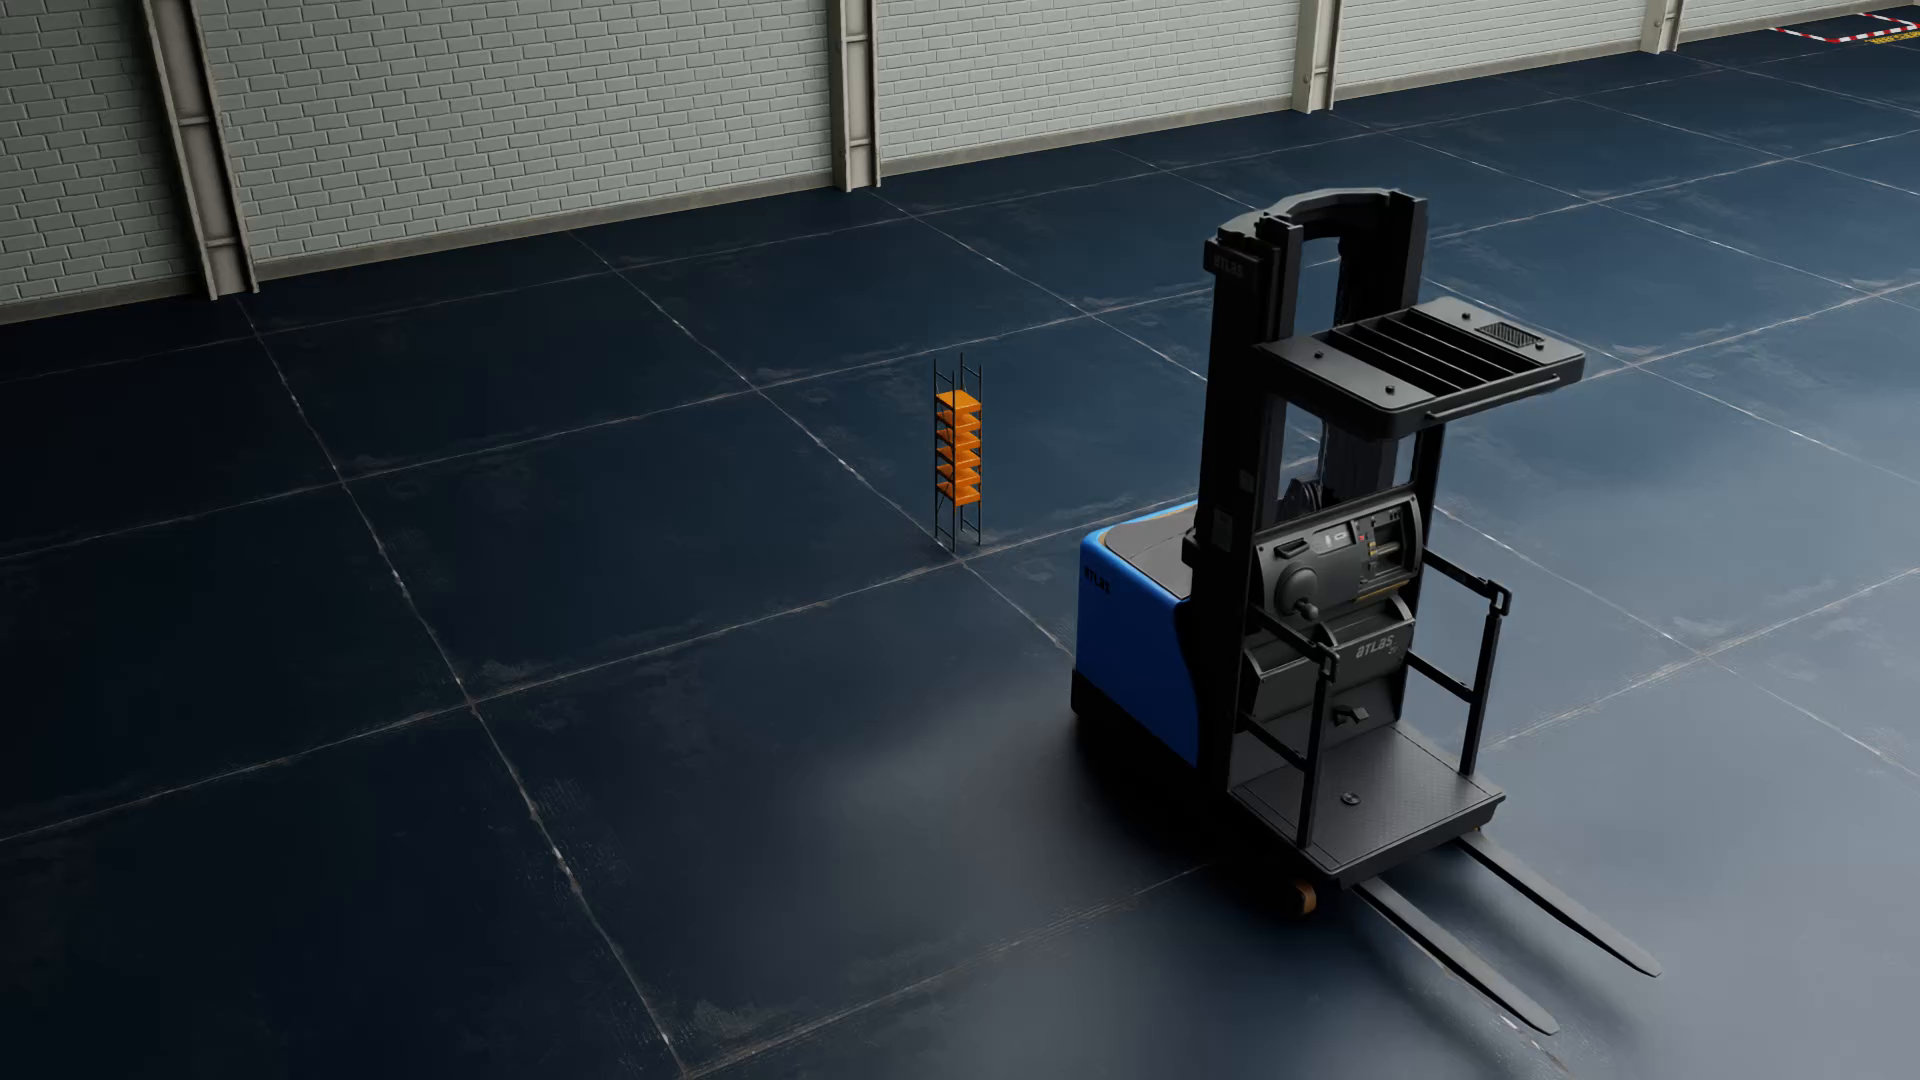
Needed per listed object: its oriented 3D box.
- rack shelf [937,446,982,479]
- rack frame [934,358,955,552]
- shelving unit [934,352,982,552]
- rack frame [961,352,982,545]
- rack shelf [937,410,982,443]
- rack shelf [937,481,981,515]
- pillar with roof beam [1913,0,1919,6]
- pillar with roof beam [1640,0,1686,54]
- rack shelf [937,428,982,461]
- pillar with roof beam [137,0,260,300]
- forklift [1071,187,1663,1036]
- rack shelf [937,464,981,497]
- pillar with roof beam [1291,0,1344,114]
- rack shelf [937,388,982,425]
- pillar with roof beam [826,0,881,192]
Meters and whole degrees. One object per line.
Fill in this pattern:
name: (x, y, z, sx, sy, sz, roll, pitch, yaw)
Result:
rack shelf: (-0.012, -0.483, 10.073, 0.180, 0.103, 0.258, -16, 33, -26)
rack frame: (-0.091, -0.499, 10.011, 0.006, 1.200, 0.240, -16, 33, -26)
shelving unit: (-0.012, -0.522, 10.052, 0.189, 1.200, 0.258, -16, 33, -26)
rack frame: (0.066, -0.544, 10.092, 0.006, 1.200, 0.240, -16, 33, -26)
rack shelf: (-0.012, -0.693, 9.957, 0.180, 0.103, 0.258, -16, 33, -26)
rack shelf: (-0.012, -0.273, 10.189, 0.180, 0.103, 0.258, -16, 33, -26)
pillar with roof beam: (16.654, -10.150, 19.427, 0.400, 9.000, 9.100, -16, 33, -26)
pillar with roof beam: (11.481, -8.681, 16.766, 0.400, 9.000, 9.100, -16, 33, -26)
rack shelf: (-0.012, -0.588, 10.015, 0.180, 0.103, 0.258, -16, 33, -26)
pillar with roof beam: (-4.038, -4.275, 8.782, 0.400, 9.000, 9.100, -16, 33, -26)
forklift: (1.773, 0.117, 7.103, 1.130, 2.935, 3.031, -16, 33, -27)
rack shelf: (-0.012, -0.378, 10.131, 0.180, 0.103, 0.258, -16, 33, -26)
pillar with roof beam: (6.308, -7.213, 14.105, 0.400, 9.000, 9.100, -16, 33, -26)
rack shelf: (-0.012, -0.798, 9.899, 0.180, 0.103, 0.258, -16, 33, -26)
pillar with roof beam: (1.135, -5.744, 11.443, 0.400, 9.000, 9.100, -16, 33, -26)
